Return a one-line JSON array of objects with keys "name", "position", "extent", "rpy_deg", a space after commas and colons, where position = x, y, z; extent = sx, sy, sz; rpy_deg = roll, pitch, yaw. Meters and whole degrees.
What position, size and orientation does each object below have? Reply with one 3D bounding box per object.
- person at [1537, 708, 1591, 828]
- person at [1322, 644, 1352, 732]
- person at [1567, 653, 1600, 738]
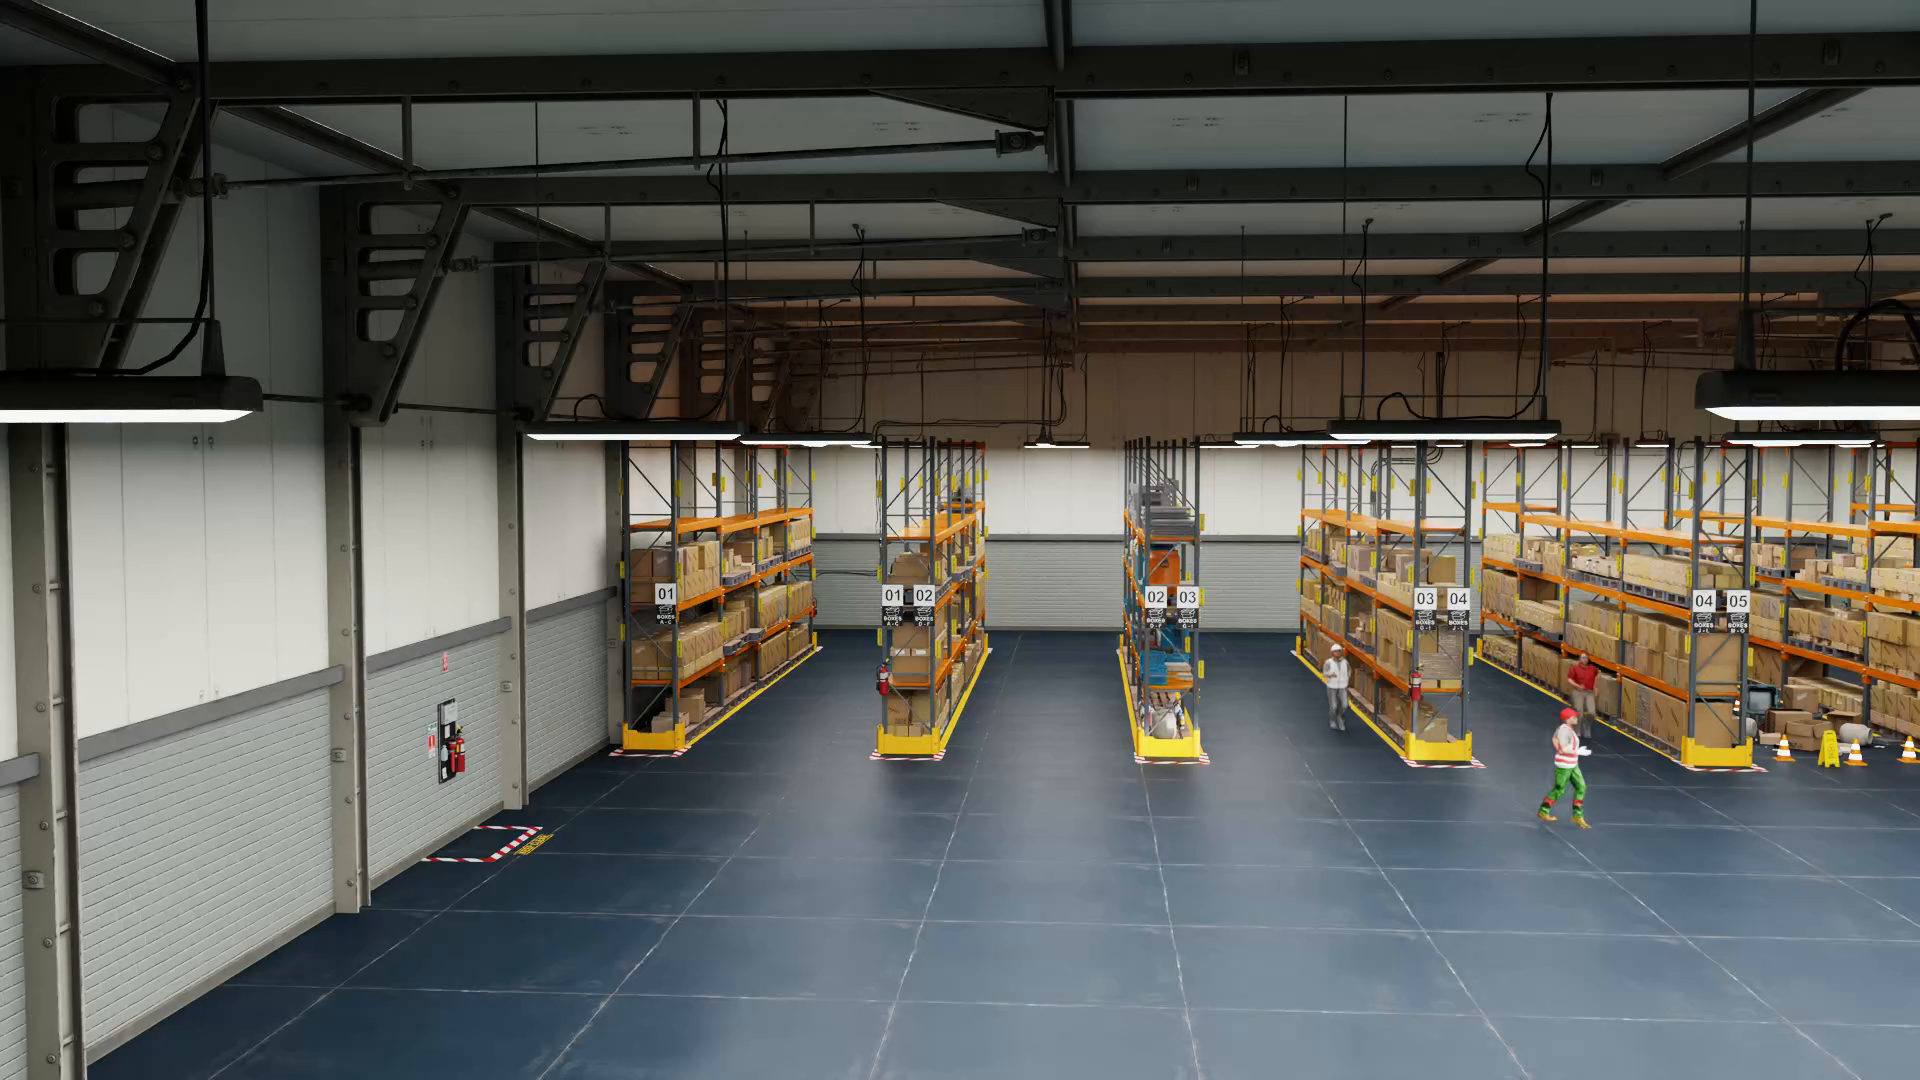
[{"name": "person", "position": [9.215, 3.476, 25.339], "extent": [0.795, 1.840, 0.633], "rpy_deg": [2, 4, 35]}, {"name": "person", "position": [7.727, 3.030, 33.980], "extent": [0.640, 1.789, 0.669], "rpy_deg": [0, 3, 2]}, {"name": "person", "position": [12.443, 3.109, 33.102], "extent": [0.689, 1.727, 0.666], "rpy_deg": [0, 3, 3]}]
